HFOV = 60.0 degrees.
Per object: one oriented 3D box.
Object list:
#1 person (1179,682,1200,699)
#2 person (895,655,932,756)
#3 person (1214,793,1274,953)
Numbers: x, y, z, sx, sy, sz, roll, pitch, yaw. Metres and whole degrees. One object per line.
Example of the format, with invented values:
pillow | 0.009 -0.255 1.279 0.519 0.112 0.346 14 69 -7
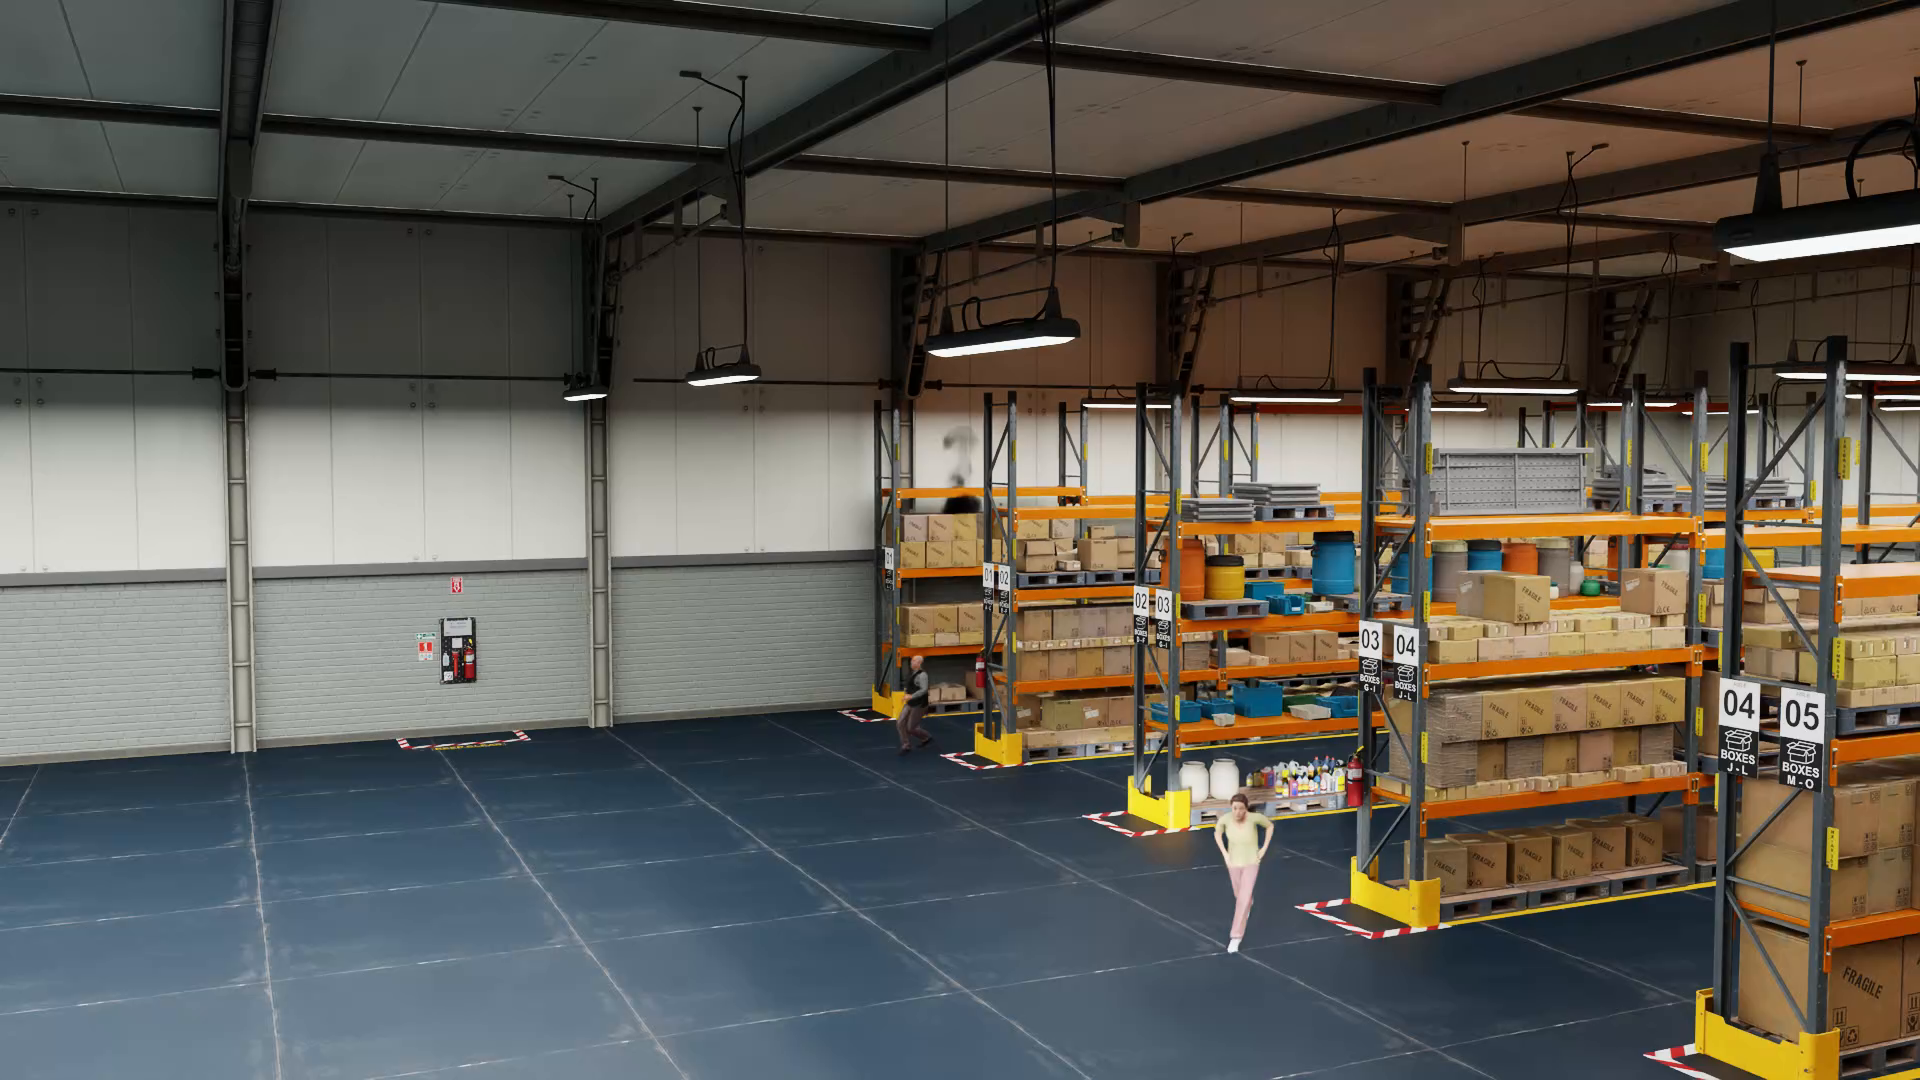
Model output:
person | 4.216 2.472 31.608 0.680 1.732 0.701 -2 4 -28
person | -0.712 2.745 27.573 0.701 1.700 0.728 -2 4 -31
person | 2.954 3.377 17.284 0.604 1.622 0.992 1 3 14
